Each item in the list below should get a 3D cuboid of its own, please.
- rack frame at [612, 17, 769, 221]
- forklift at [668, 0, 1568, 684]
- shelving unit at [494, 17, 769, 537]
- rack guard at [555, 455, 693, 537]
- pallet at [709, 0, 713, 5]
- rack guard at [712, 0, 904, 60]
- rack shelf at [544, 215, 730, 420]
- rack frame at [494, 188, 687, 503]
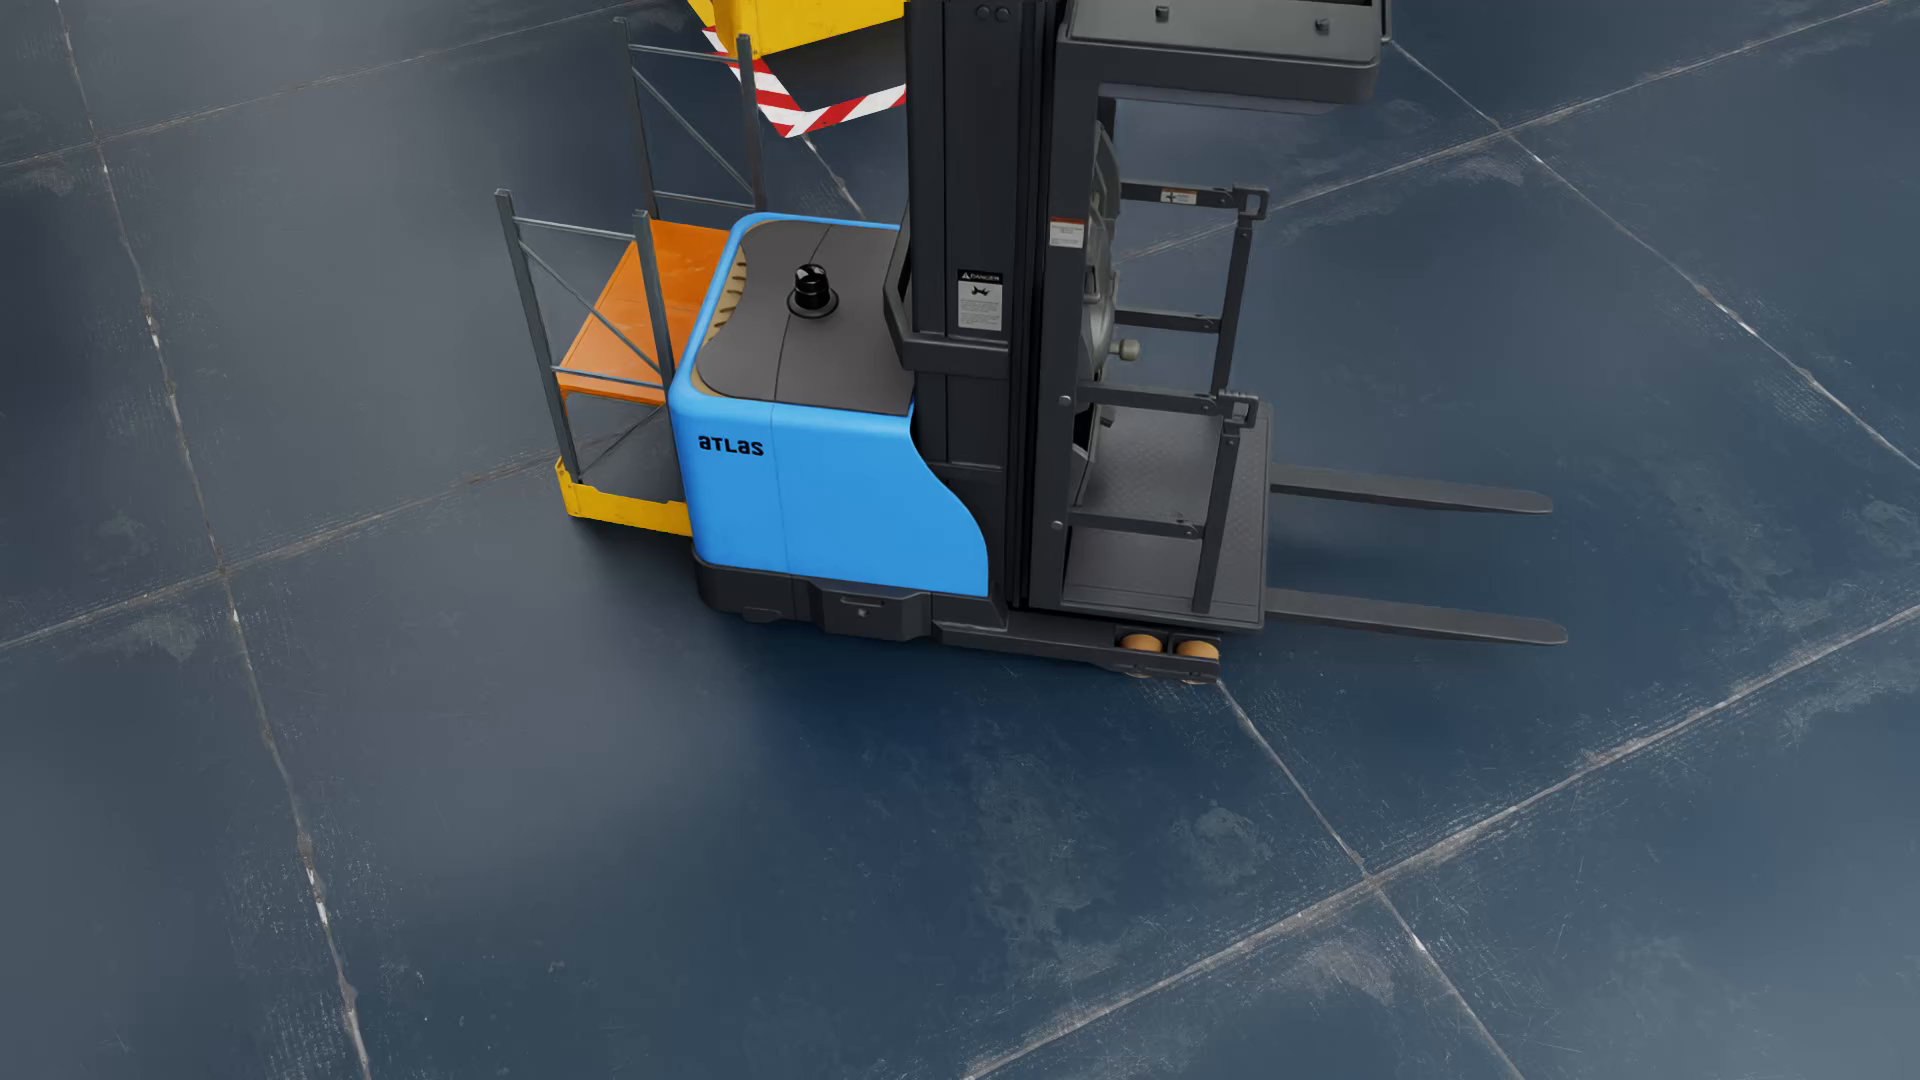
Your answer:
[{"bbox_3d":[-0.979,-1.301,6.392,0.500,1.500,0.032,10,50,9],"label":"rack frame"},{"bbox_3d":[0.619,-0.893,5.084,3.031,2.935,1.130,7,49,6],"label":"forklift"},{"bbox_3d":[-1.094,-0.936,6.072,0.587,1.500,1.083,10,50,9],"label":"shelving unit"},{"bbox_3d":[-1.208,-0.159,6.223,0.587,0.250,0.087,10,50,9],"label":"rack guard"},{"bbox_3d":[-1.039,-3.316,9.010,1.003,0.211,1.213,-21,52,-18],"label":"pallet"},{"bbox_3d":[-0.672,-2.865,8.424,1.175,0.500,0.348,-21,52,-18],"label":"rack guard"},{"bbox_3d":[-1.096,-0.811,6.202,0.538,0.185,1.000,10,50,9],"label":"rack shelf"},{"bbox_3d":[-1.213,-0.557,5.740,0.500,1.500,0.032,10,50,9],"label":"rack frame"}]
